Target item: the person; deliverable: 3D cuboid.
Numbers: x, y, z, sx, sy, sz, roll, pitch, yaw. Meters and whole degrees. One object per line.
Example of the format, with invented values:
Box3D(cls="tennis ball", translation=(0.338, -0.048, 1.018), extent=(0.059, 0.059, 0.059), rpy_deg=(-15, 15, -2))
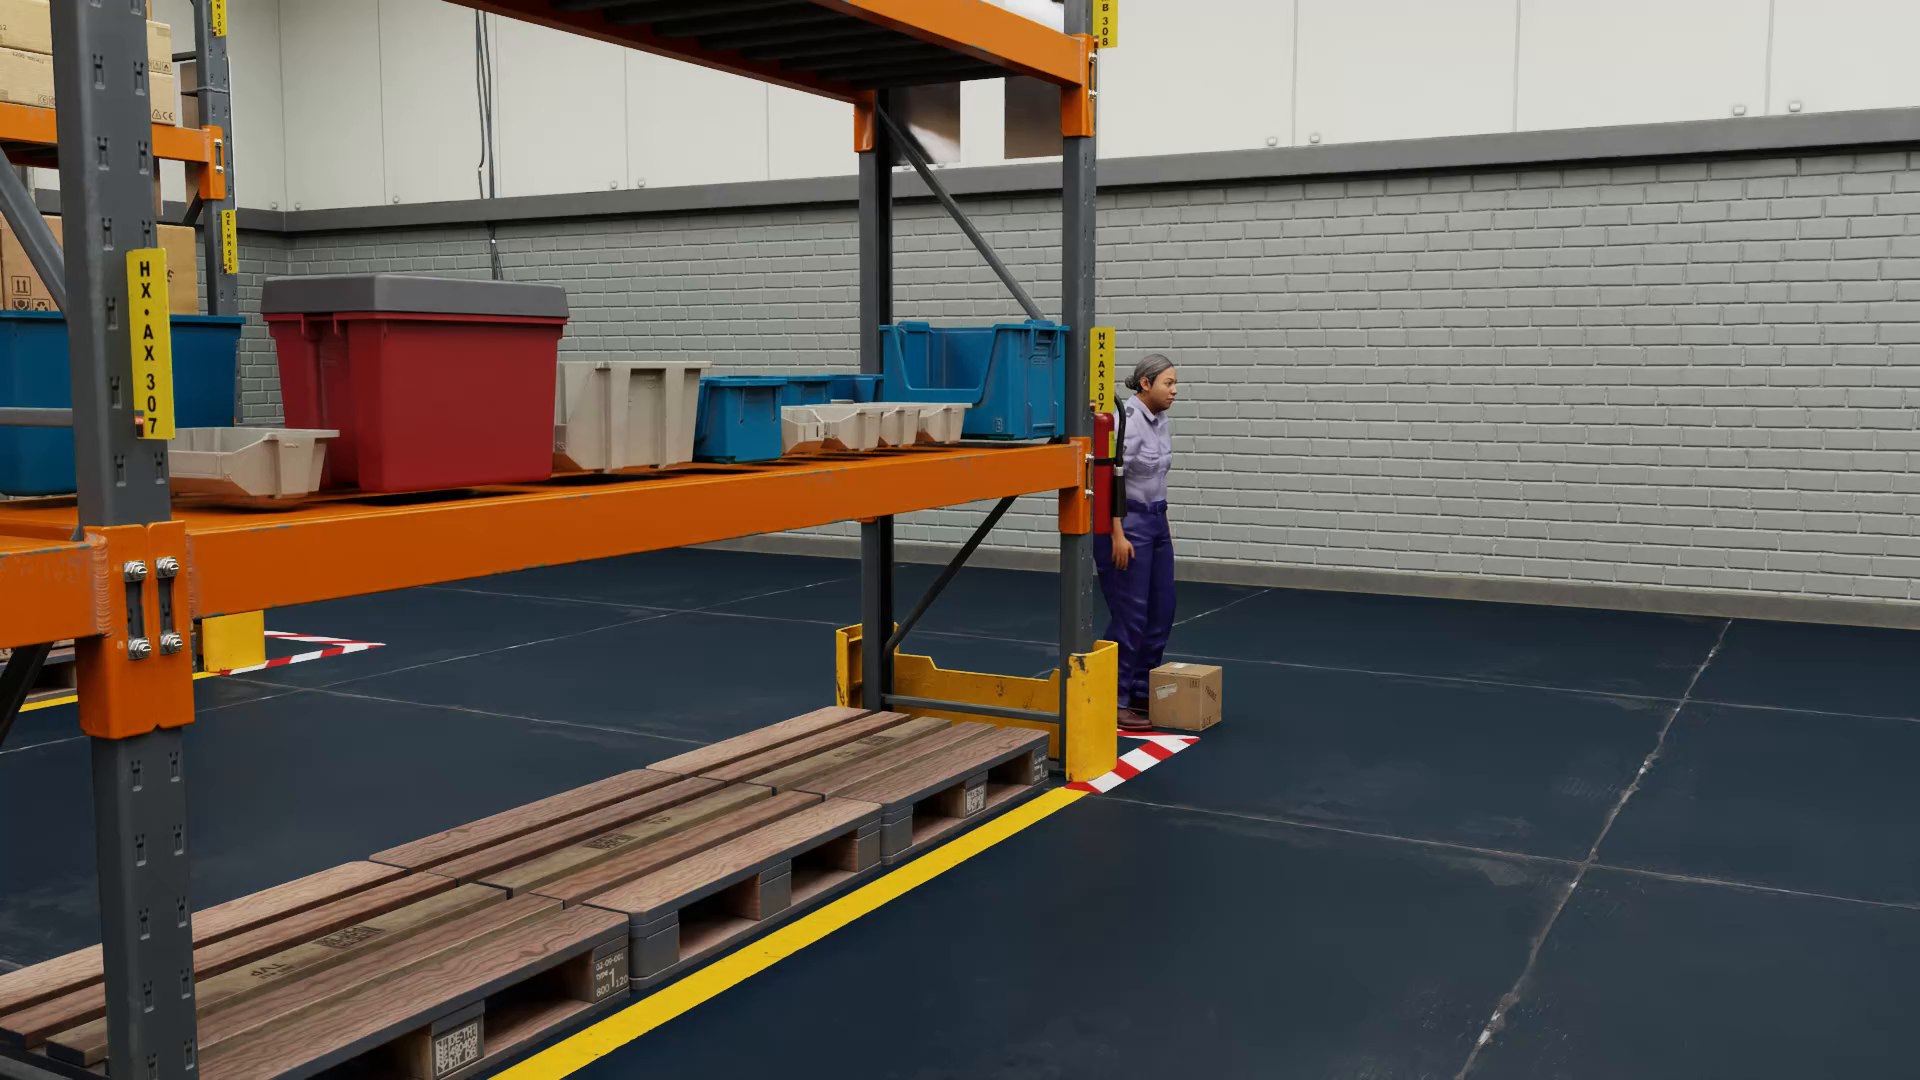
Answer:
Box3D(cls="person", translation=(0.797, -0.008, 7.487), extent=(0.373, 1.651, 0.537), rpy_deg=(4, 7, 32))
